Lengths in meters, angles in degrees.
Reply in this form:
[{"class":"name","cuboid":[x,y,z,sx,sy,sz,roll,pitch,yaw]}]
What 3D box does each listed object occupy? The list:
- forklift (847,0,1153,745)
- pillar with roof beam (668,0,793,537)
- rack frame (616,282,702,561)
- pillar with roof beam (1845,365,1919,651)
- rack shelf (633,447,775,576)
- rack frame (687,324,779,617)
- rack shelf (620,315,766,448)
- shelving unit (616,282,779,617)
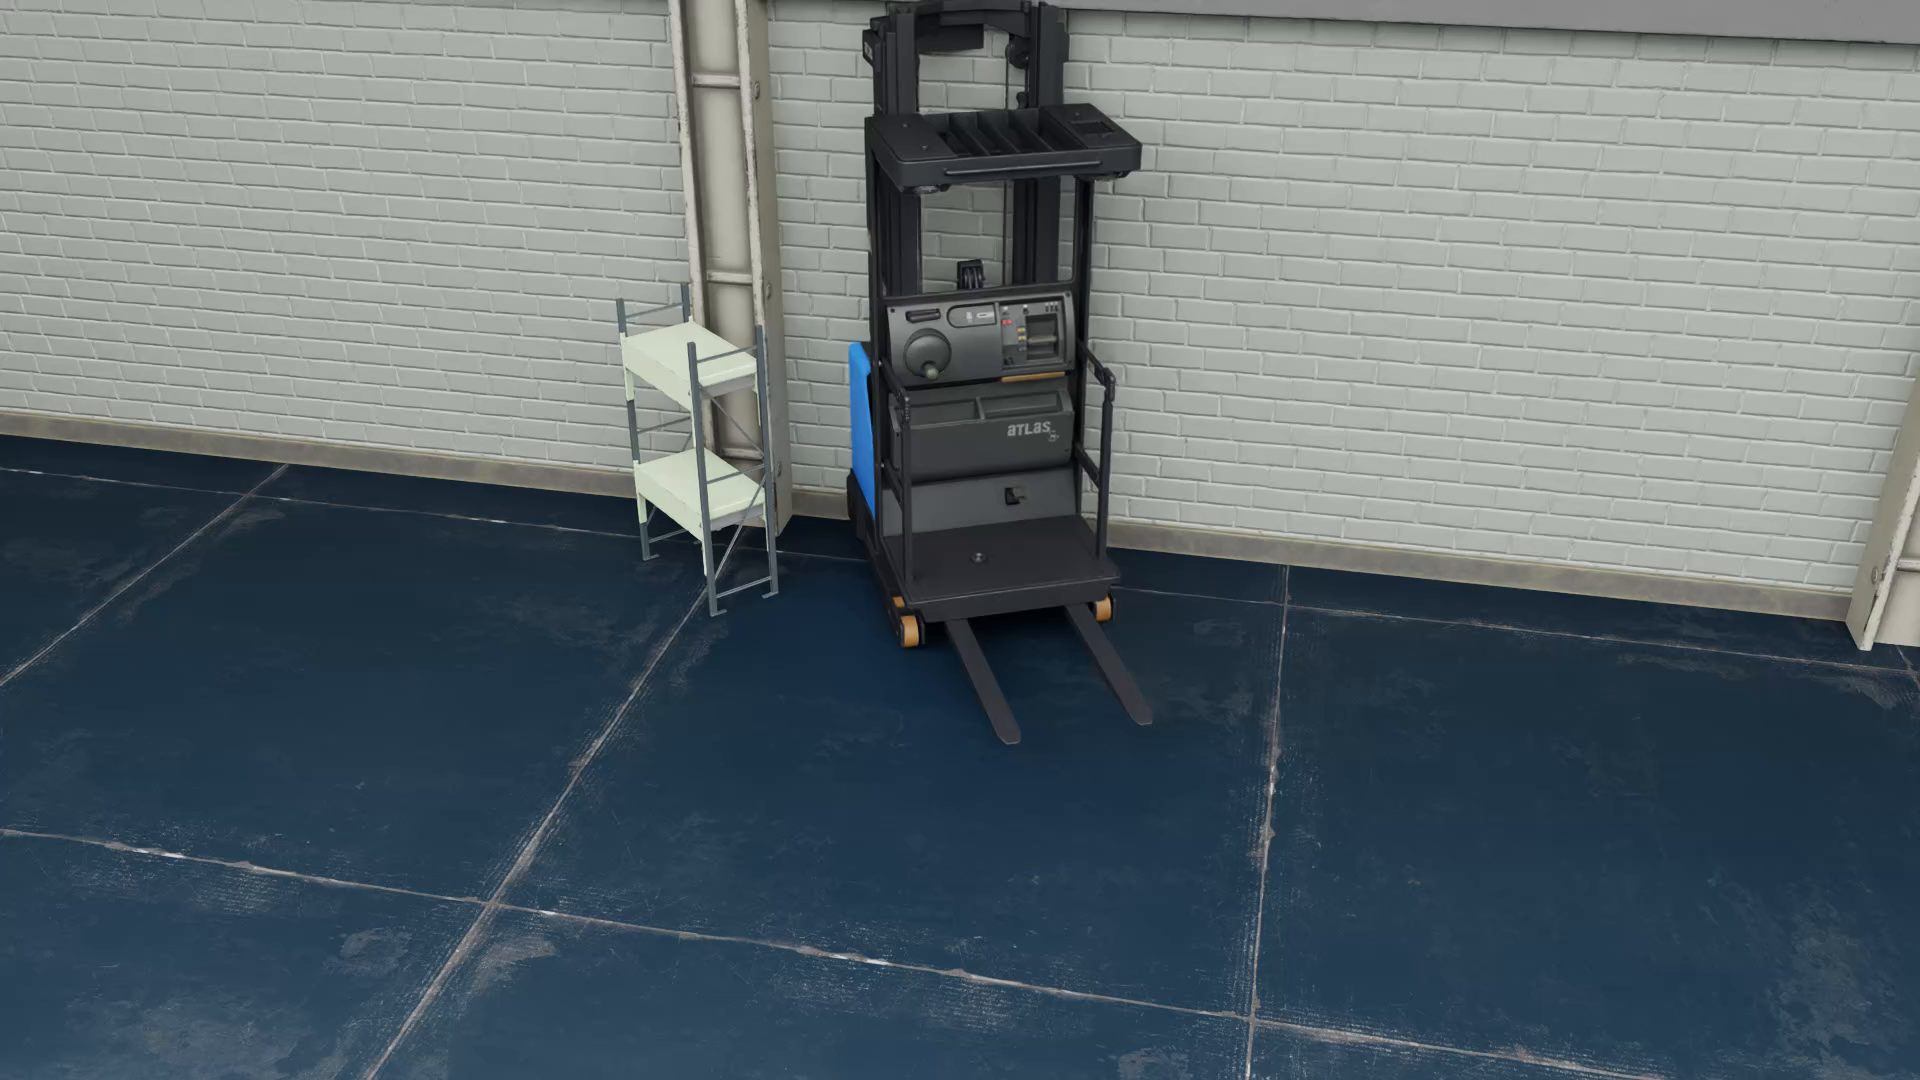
[{"class":"forklift","cuboid":[0.162,-0.952,7.937,1.130,2.935,3.031,-7,29,-12]},{"class":"pillar with roof beam","cuboid":[-2.077,-2.036,3.598,0.400,9.000,9.100,6,29,11]},{"class":"rack frame","cuboid":[-1.560,-0.604,8.792,0.400,1.500,0.023,-20,34,-32]},{"class":"pillar with roof beam","cuboid":[3.791,-1.434,2.499,0.400,9.000,9.100,6,29,11]},{"class":"rack shelf","cuboid":[-1.340,-0.178,8.692,0.431,0.370,0.720,-20,34,-32]},{"class":"rack frame","cuboid":[-1.119,-0.324,8.279,0.400,1.500,0.023,-20,34,-32]},{"class":"rack shelf","cuboid":[-1.340,-0.806,8.348,0.431,0.370,0.720,-20,34,-32]},{"class":"shelving unit","cuboid":[-1.340,-0.464,8.535,0.431,1.500,0.755,-20,34,-32]}]
